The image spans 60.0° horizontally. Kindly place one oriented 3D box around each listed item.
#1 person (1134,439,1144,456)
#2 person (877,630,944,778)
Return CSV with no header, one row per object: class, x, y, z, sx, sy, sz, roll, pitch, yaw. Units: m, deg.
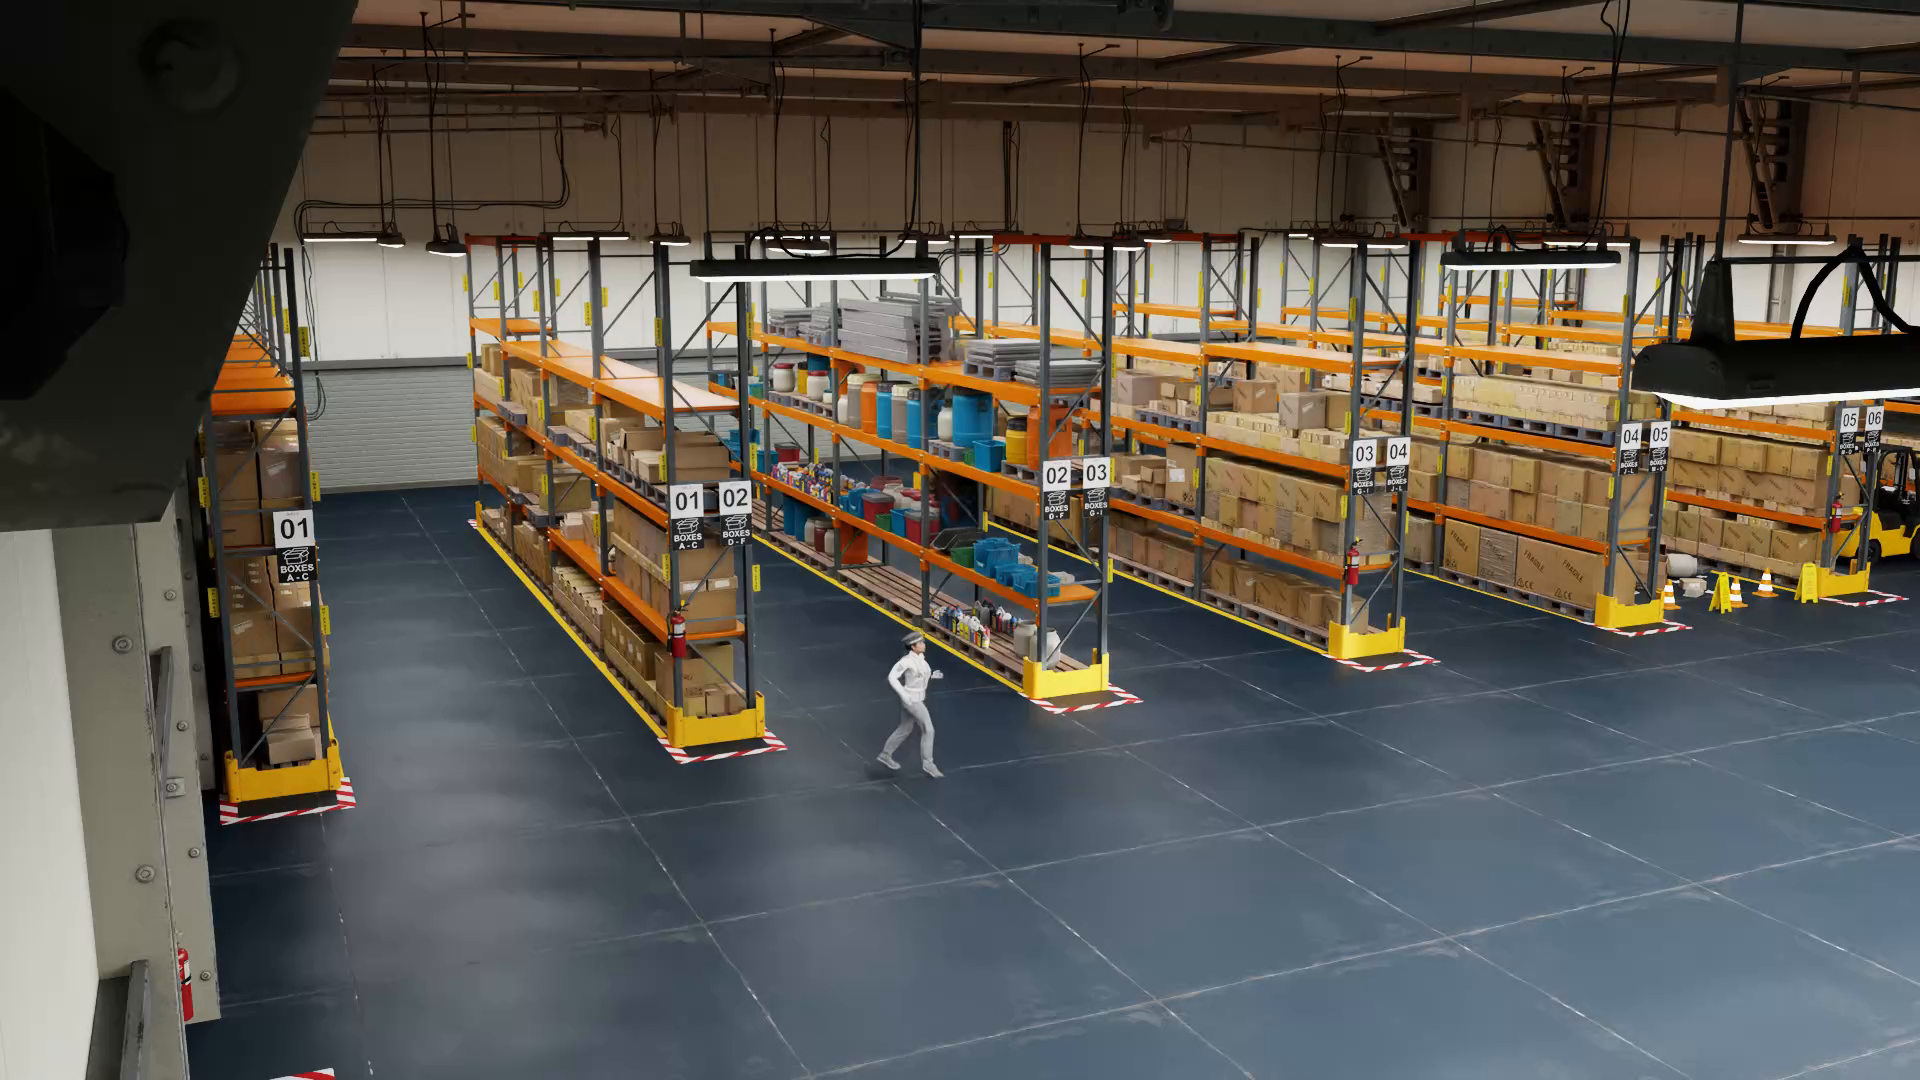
person,3.728,-1.275,35.262,0.594,1.752,0.704,-7,13,-31
person,-0.551,1.870,19.085,0.763,1.751,0.585,1,11,6
